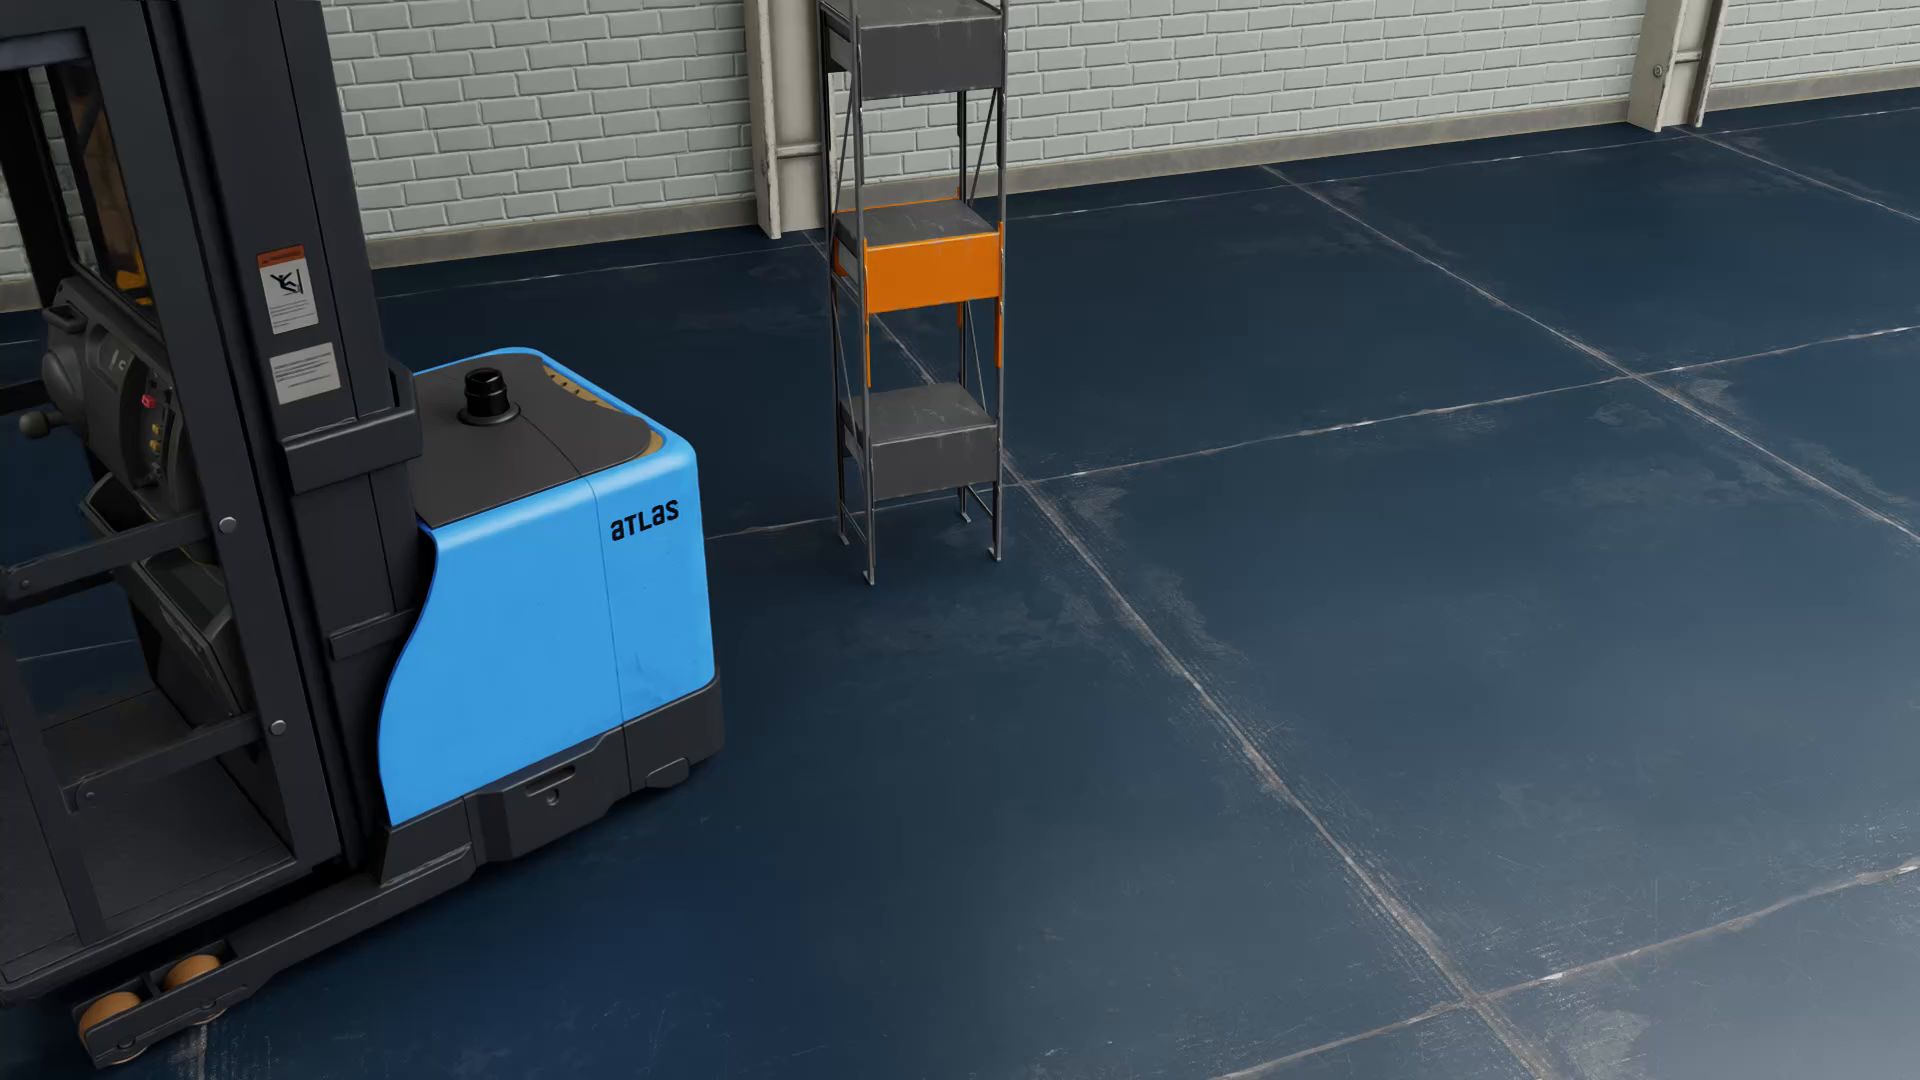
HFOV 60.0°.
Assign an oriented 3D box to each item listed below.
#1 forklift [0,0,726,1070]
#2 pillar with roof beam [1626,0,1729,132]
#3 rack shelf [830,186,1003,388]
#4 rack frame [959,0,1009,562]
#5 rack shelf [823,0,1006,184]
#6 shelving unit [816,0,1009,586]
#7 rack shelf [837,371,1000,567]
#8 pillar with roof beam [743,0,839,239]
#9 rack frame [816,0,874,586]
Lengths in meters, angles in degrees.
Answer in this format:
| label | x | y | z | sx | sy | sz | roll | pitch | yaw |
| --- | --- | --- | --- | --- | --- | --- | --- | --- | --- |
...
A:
| label | x | y | z | sx | sy | sz | roll | pitch | yaw |
| --- | --- | --- | --- | --- | --- | --- | --- | --- | --- |
| forklift | -2.152 | -0.301 | 3.817 | 3.031 | 2.935 | 1.130 | -23 | 37 | -35 |
| pillar with roof beam | 6.215 | -4.711 | 5.428 | 0.400 | 9.000 | 9.100 | -10 | 31 | -18 |
| rack shelf | -0.155 | -0.872 | 5.687 | 0.480 | 0.518 | 0.431 | -10 | 31 | -18 |
| rack frame | 0.074 | -0.926 | 5.754 | 0.015 | 2.100 | 0.400 | -10 | 31 | -18 |
| rack shelf | -0.155 | -1.480 | 5.340 | 0.480 | 0.518 | 0.431 | -10 | 31 | -18 |
| shelving unit | -0.155 | -0.884 | 5.680 | 0.503 | 2.100 | 0.431 | -10 | 31 | -18 |
| rack shelf | -0.155 | -0.264 | 6.033 | 0.480 | 0.518 | 0.431 | -10 | 31 | -18 |
| pillar with roof beam | 0.592 | -3.675 | 3.611 | 0.400 | 9.000 | 9.100 | -10 | 31 | -18 |
| rack frame | -0.384 | -0.842 | 5.606 | 0.015 | 2.100 | 0.400 | -10 | 31 | -18 |
